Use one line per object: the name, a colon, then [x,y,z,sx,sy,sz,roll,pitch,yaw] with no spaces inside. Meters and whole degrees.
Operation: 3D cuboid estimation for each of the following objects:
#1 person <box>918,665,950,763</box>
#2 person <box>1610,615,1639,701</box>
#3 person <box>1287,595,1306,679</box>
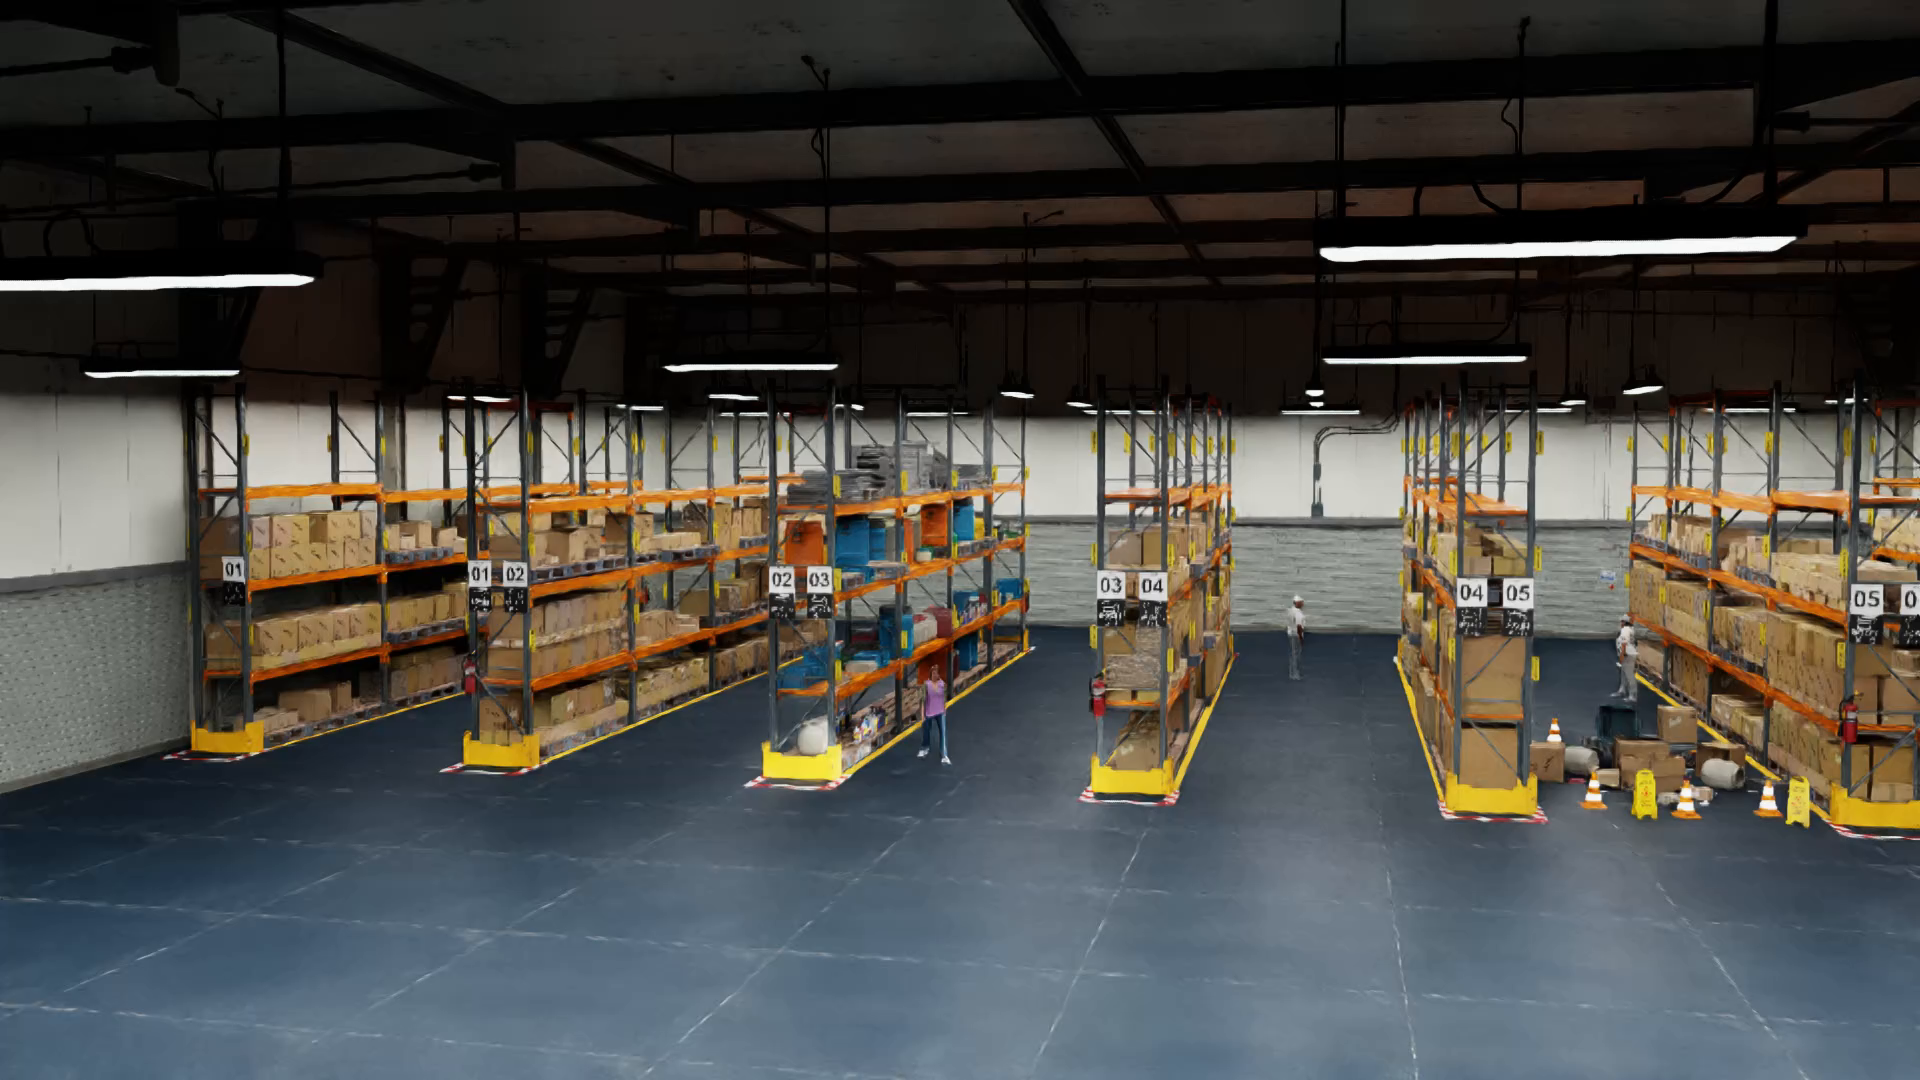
person: [-0.417,2.731,26.264,0.453,1.529,0.881,-1,3,-11]
person: [13.063,2.295,32.654,0.569,1.654,0.617,2,4,31]
person: [7.256,2.066,35.631,0.464,1.763,0.645,0,3,-7]
